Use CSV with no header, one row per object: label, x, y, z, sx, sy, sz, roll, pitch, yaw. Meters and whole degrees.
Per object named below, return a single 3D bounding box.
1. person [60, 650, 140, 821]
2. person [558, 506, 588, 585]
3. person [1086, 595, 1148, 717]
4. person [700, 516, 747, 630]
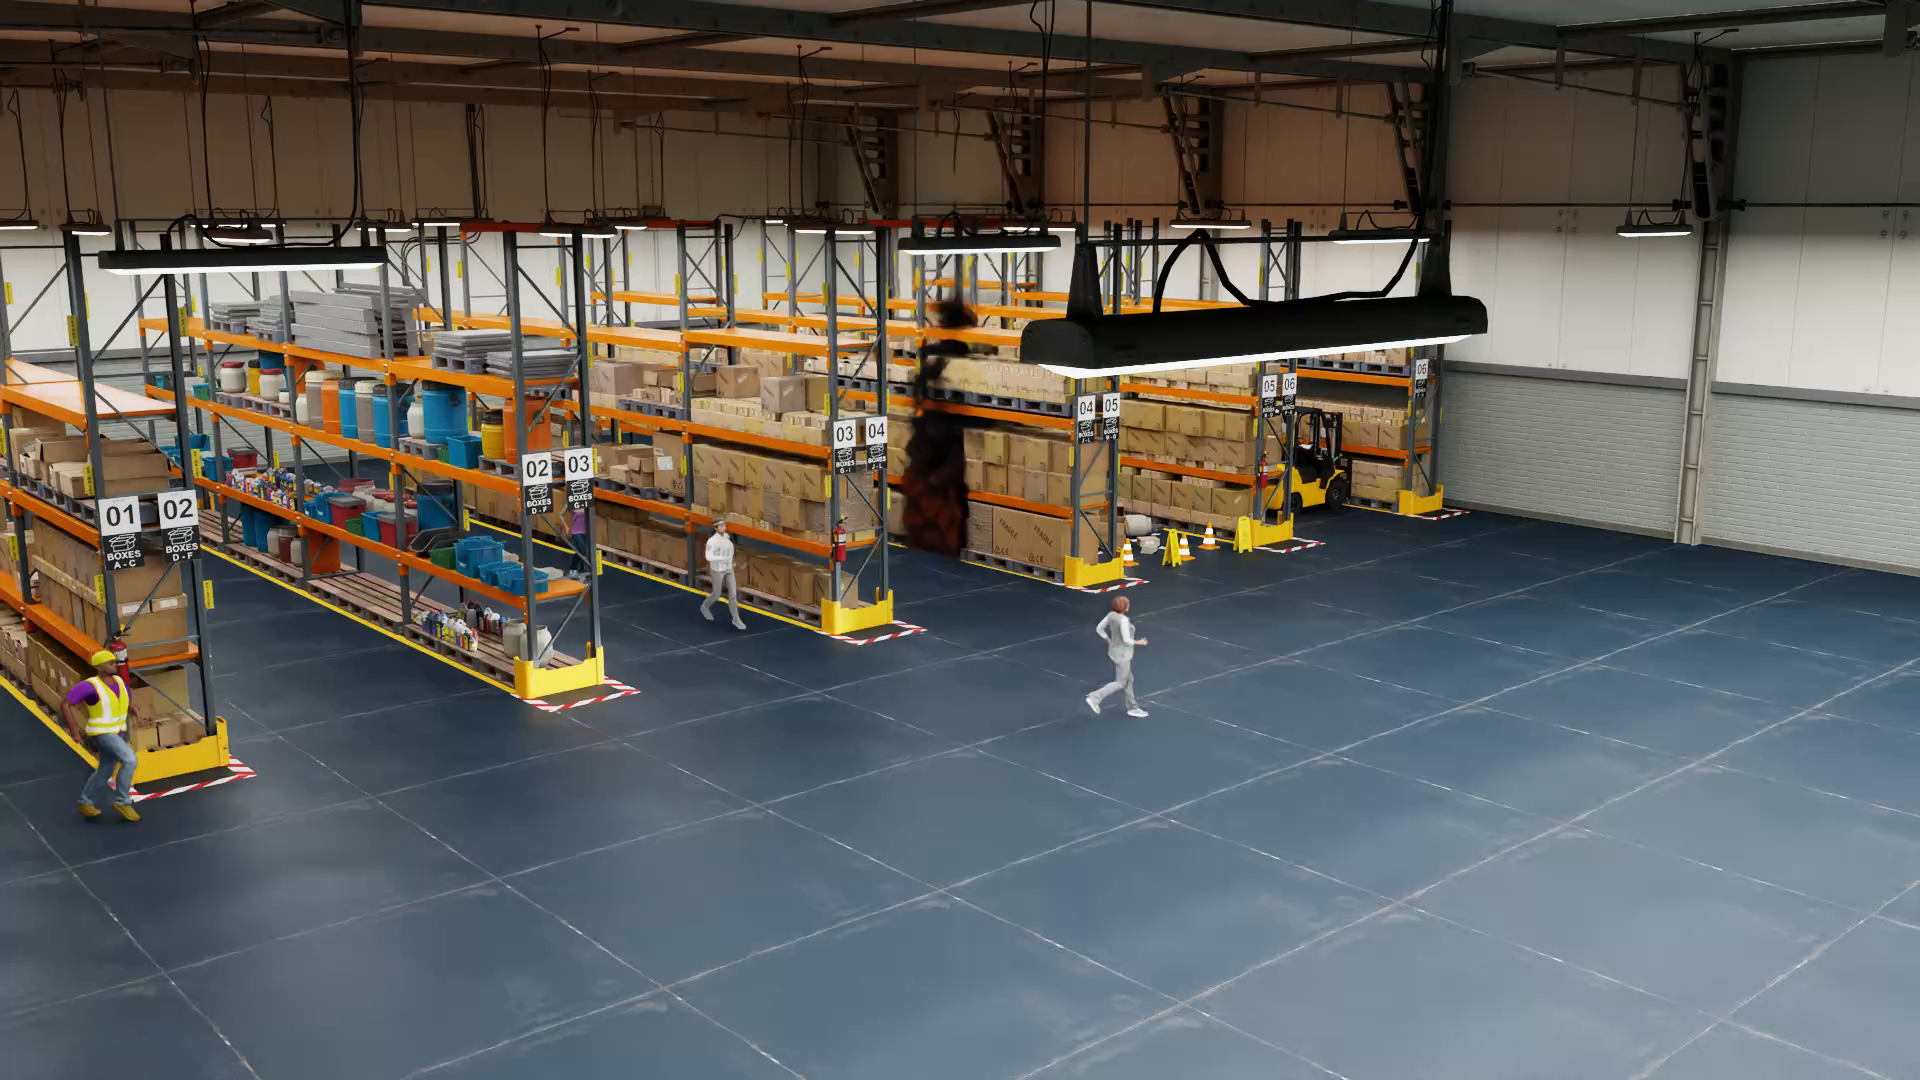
person,-8.891,2.023,17.405,0.723,1.745,0.712,1,11,5
person,-6.452,-0.075,28.193,0.710,1.644,0.503,8,14,35
person,1.953,1.460,20.589,0.869,1.591,0.545,-4,12,-19
person,-3.605,0.470,25.150,0.920,1.701,0.612,10,15,40
